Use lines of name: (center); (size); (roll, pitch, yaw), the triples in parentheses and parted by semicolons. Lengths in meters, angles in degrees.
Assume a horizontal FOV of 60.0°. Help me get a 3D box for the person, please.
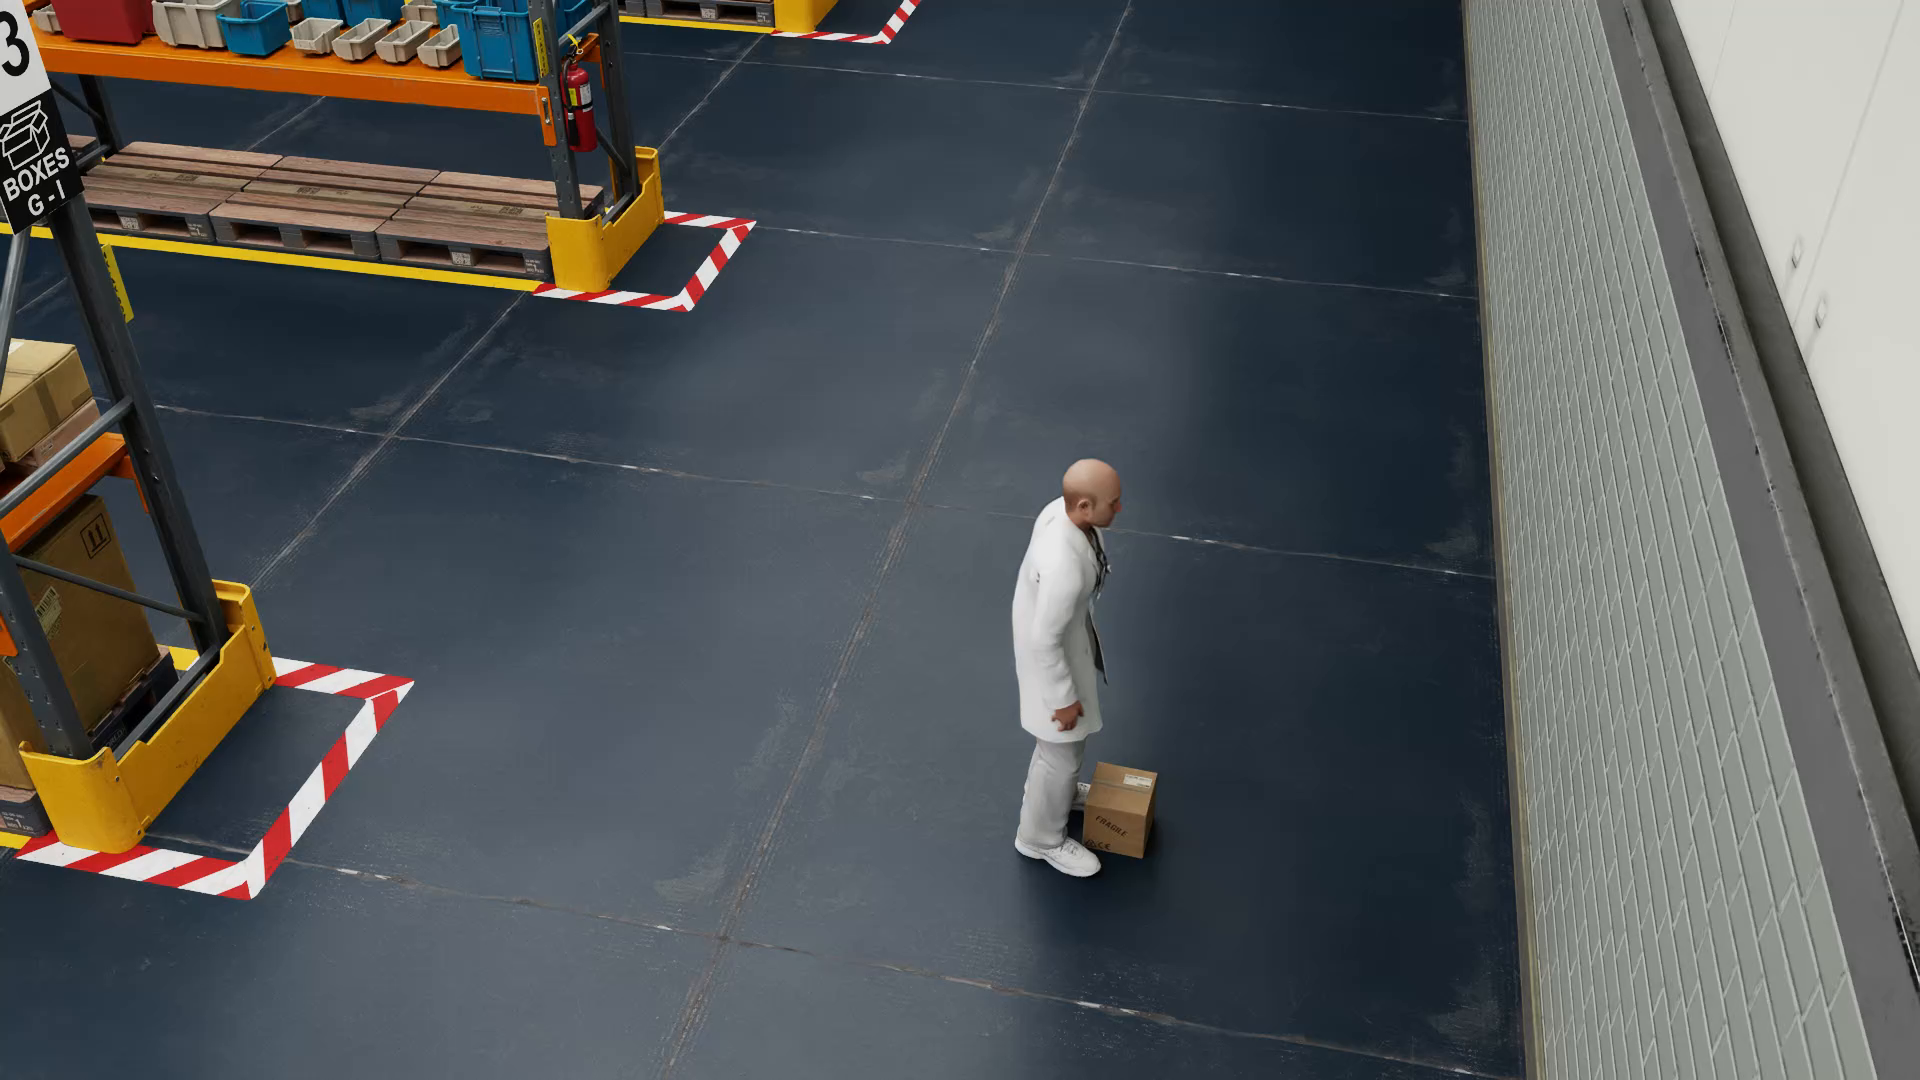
person: (0.407, 0.451, 6.361); (0.416, 1.774, 0.652); (7, 37, 9)
